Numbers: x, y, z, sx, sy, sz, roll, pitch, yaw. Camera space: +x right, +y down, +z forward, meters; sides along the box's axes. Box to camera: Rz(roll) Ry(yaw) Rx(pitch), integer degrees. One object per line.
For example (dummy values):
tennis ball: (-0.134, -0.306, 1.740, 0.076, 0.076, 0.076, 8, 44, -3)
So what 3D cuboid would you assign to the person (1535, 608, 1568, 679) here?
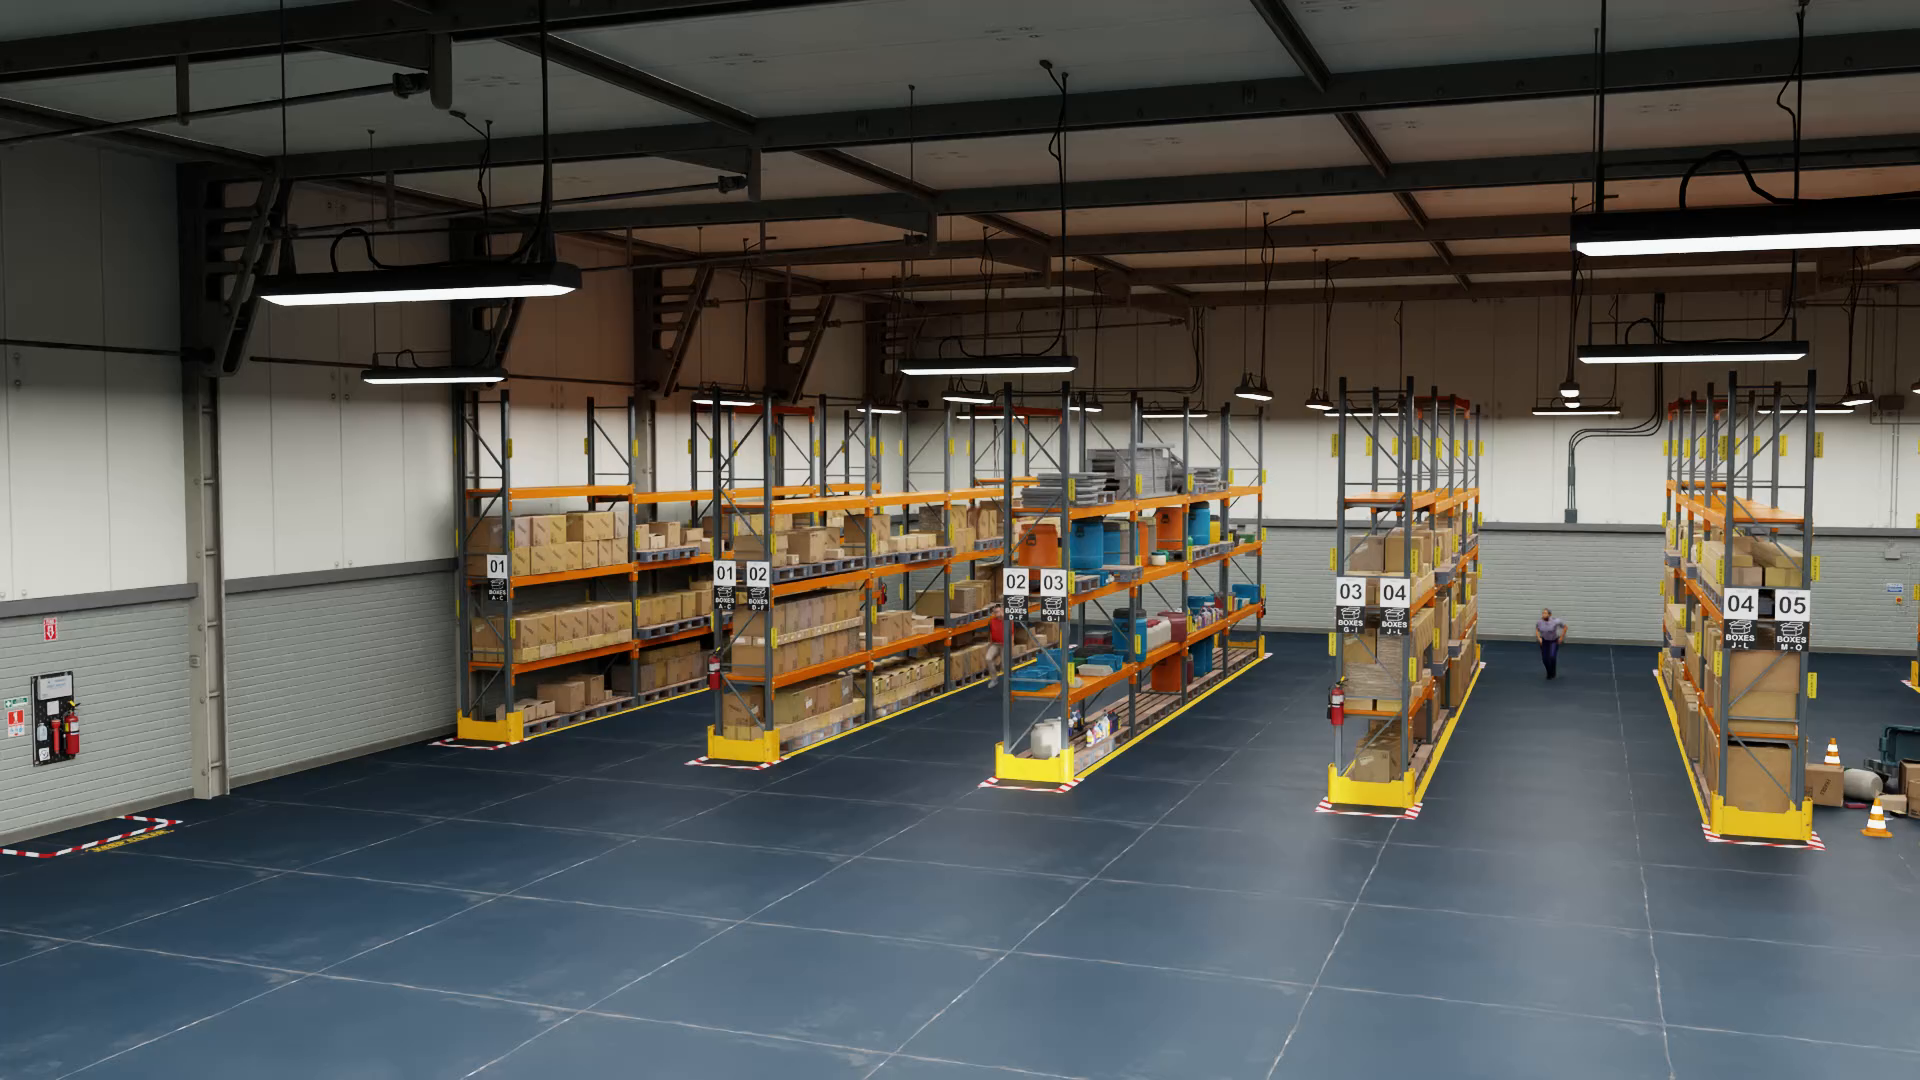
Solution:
person: (12.796, 2.242, 35.982, 0.664, 1.561, 0.732, 2, 4, 29)

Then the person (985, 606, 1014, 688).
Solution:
person: (0.806, 2.121, 33.311, 0.567, 1.591, 0.891, 1, 3, 23)
